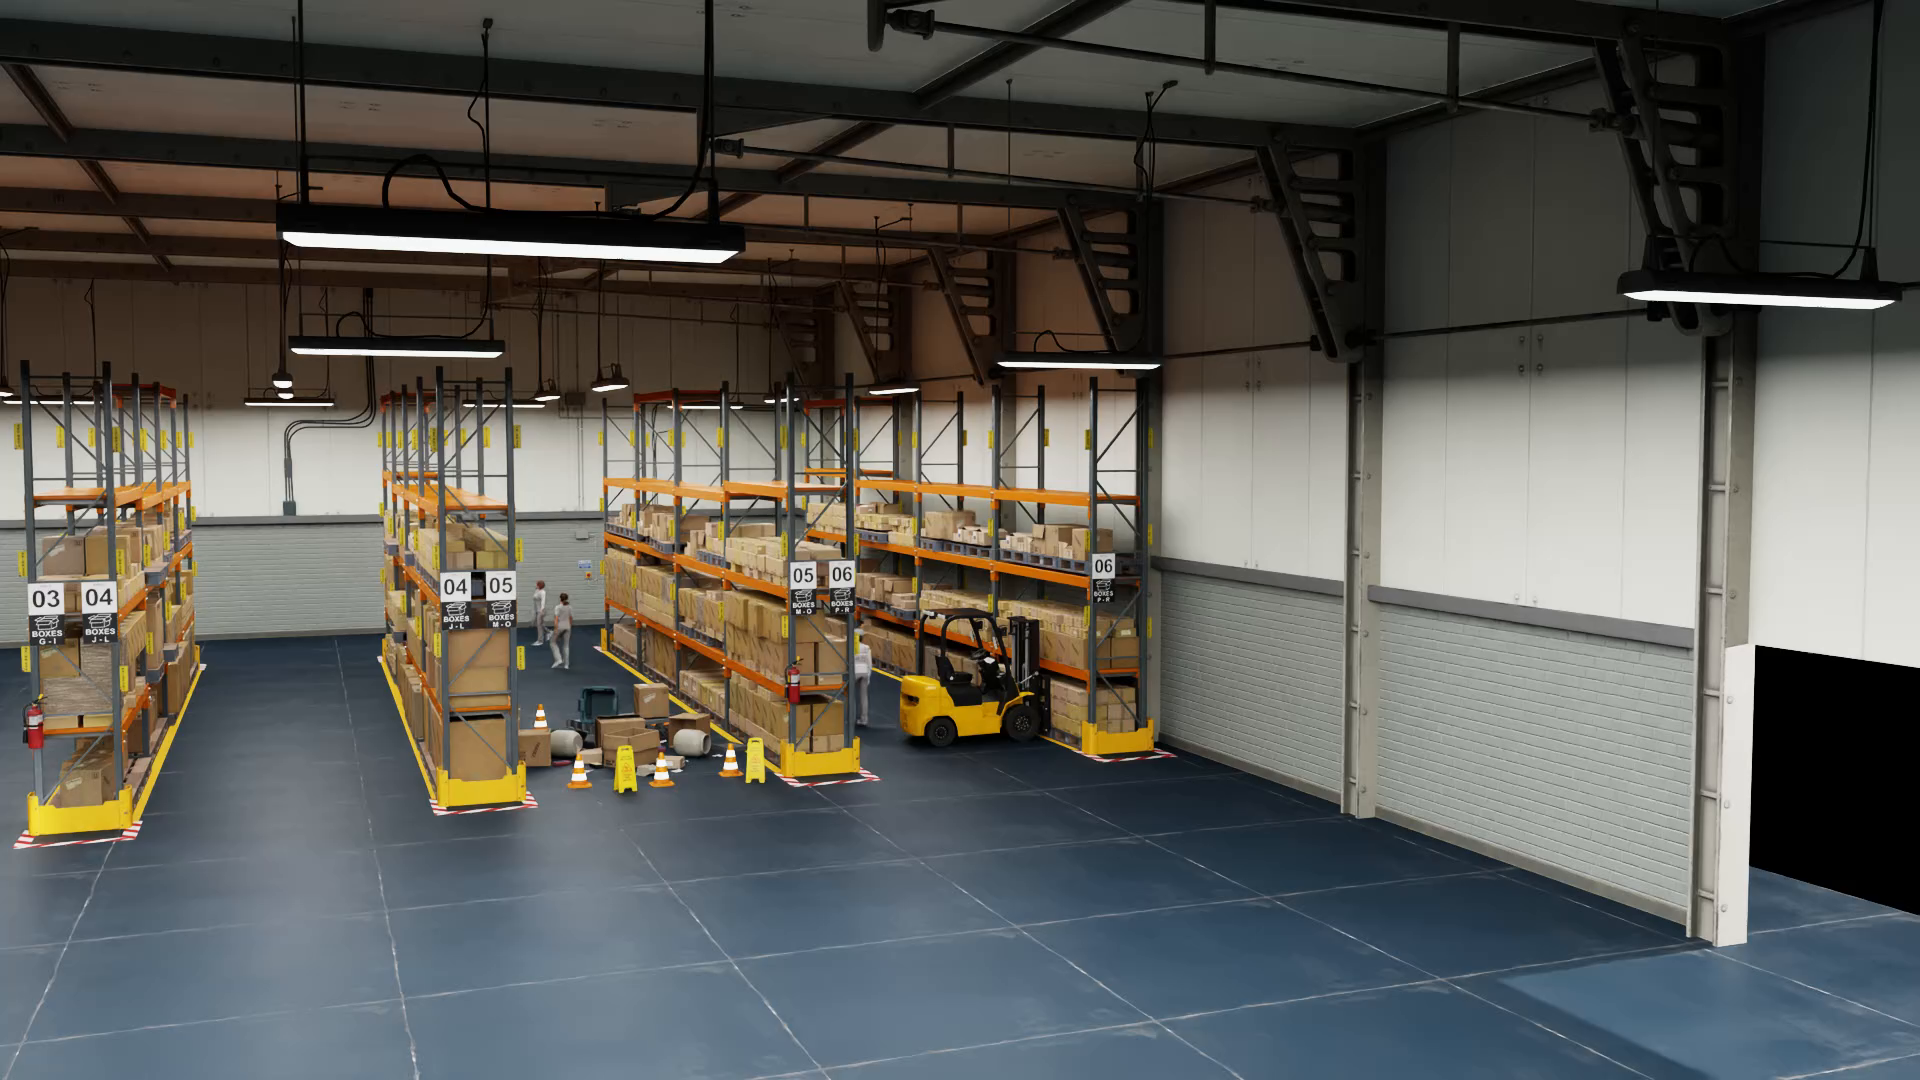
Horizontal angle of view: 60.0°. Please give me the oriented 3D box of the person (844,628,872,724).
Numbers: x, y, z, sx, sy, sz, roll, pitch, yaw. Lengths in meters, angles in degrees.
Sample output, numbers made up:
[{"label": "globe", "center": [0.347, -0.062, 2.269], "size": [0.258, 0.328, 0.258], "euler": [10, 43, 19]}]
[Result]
[{"label": "person", "center": [-1.778, 2.426, 29.273], "size": [0.522, 1.742, 0.579], "euler": [-2, 4, -26]}]

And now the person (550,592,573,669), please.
[{"label": "person", "center": [-8.686, 1.971, 36.321], "size": [0.483, 1.664, 0.450], "euler": [-3, 4, -37]}]

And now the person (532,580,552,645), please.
[{"label": "person", "center": [-10.215, 1.761, 40.534], "size": [0.526, 1.590, 0.425], "euler": [-3, 4, -38]}]
